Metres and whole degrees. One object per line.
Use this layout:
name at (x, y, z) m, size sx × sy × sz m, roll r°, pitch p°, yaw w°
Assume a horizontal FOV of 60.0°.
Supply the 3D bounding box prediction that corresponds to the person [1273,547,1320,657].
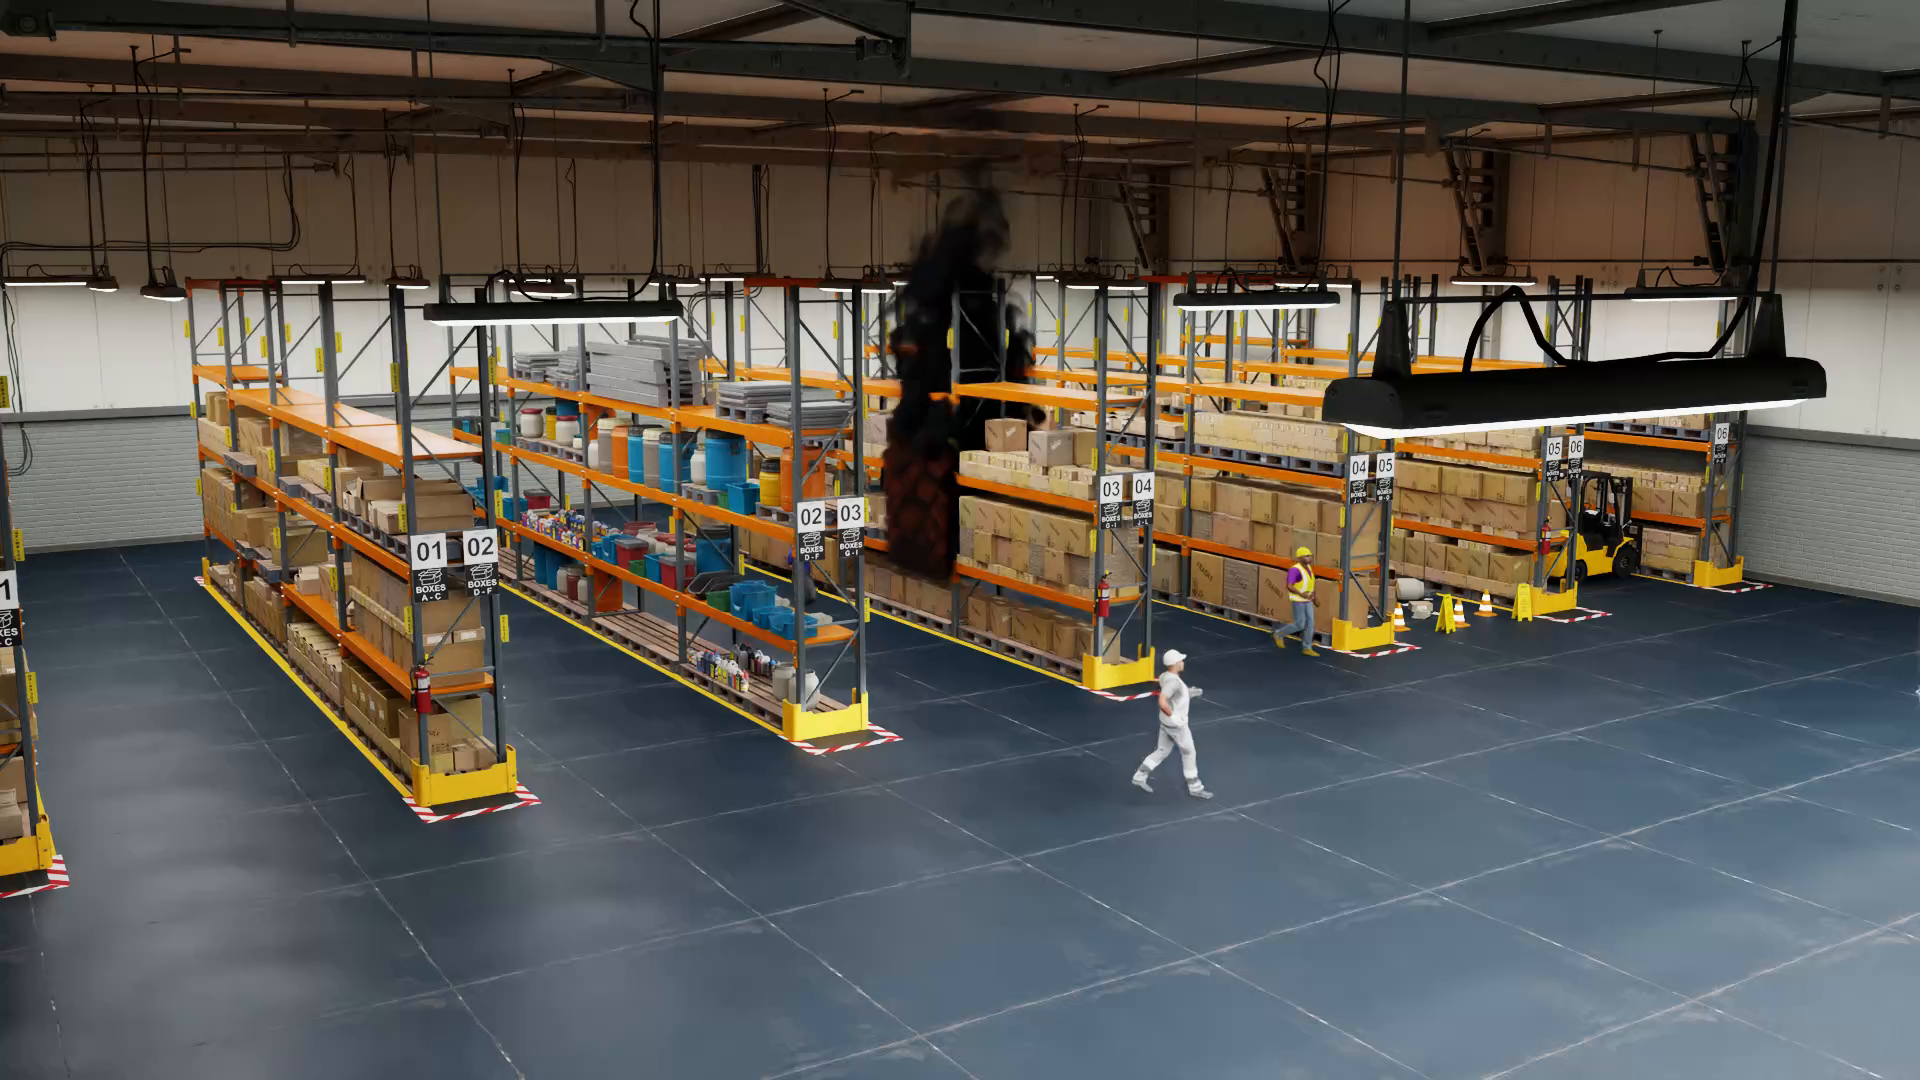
person at (5.487, 0.982, 26.900) m, size 0.799 × 1.766 × 0.726 m, roll 8°, pitch 12°, yaw 40°

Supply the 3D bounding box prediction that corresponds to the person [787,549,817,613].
person at (-2.754, 0.675, 29.141) m, size 0.550 × 1.598 × 0.544 m, roll -7°, pitch 12°, yaw -37°

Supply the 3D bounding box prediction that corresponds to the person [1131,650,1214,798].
person at (2.516, 2.165, 19.560) m, size 0.981 × 1.785 × 0.658 m, roll -2°, pitch 10°, yaw -10°
